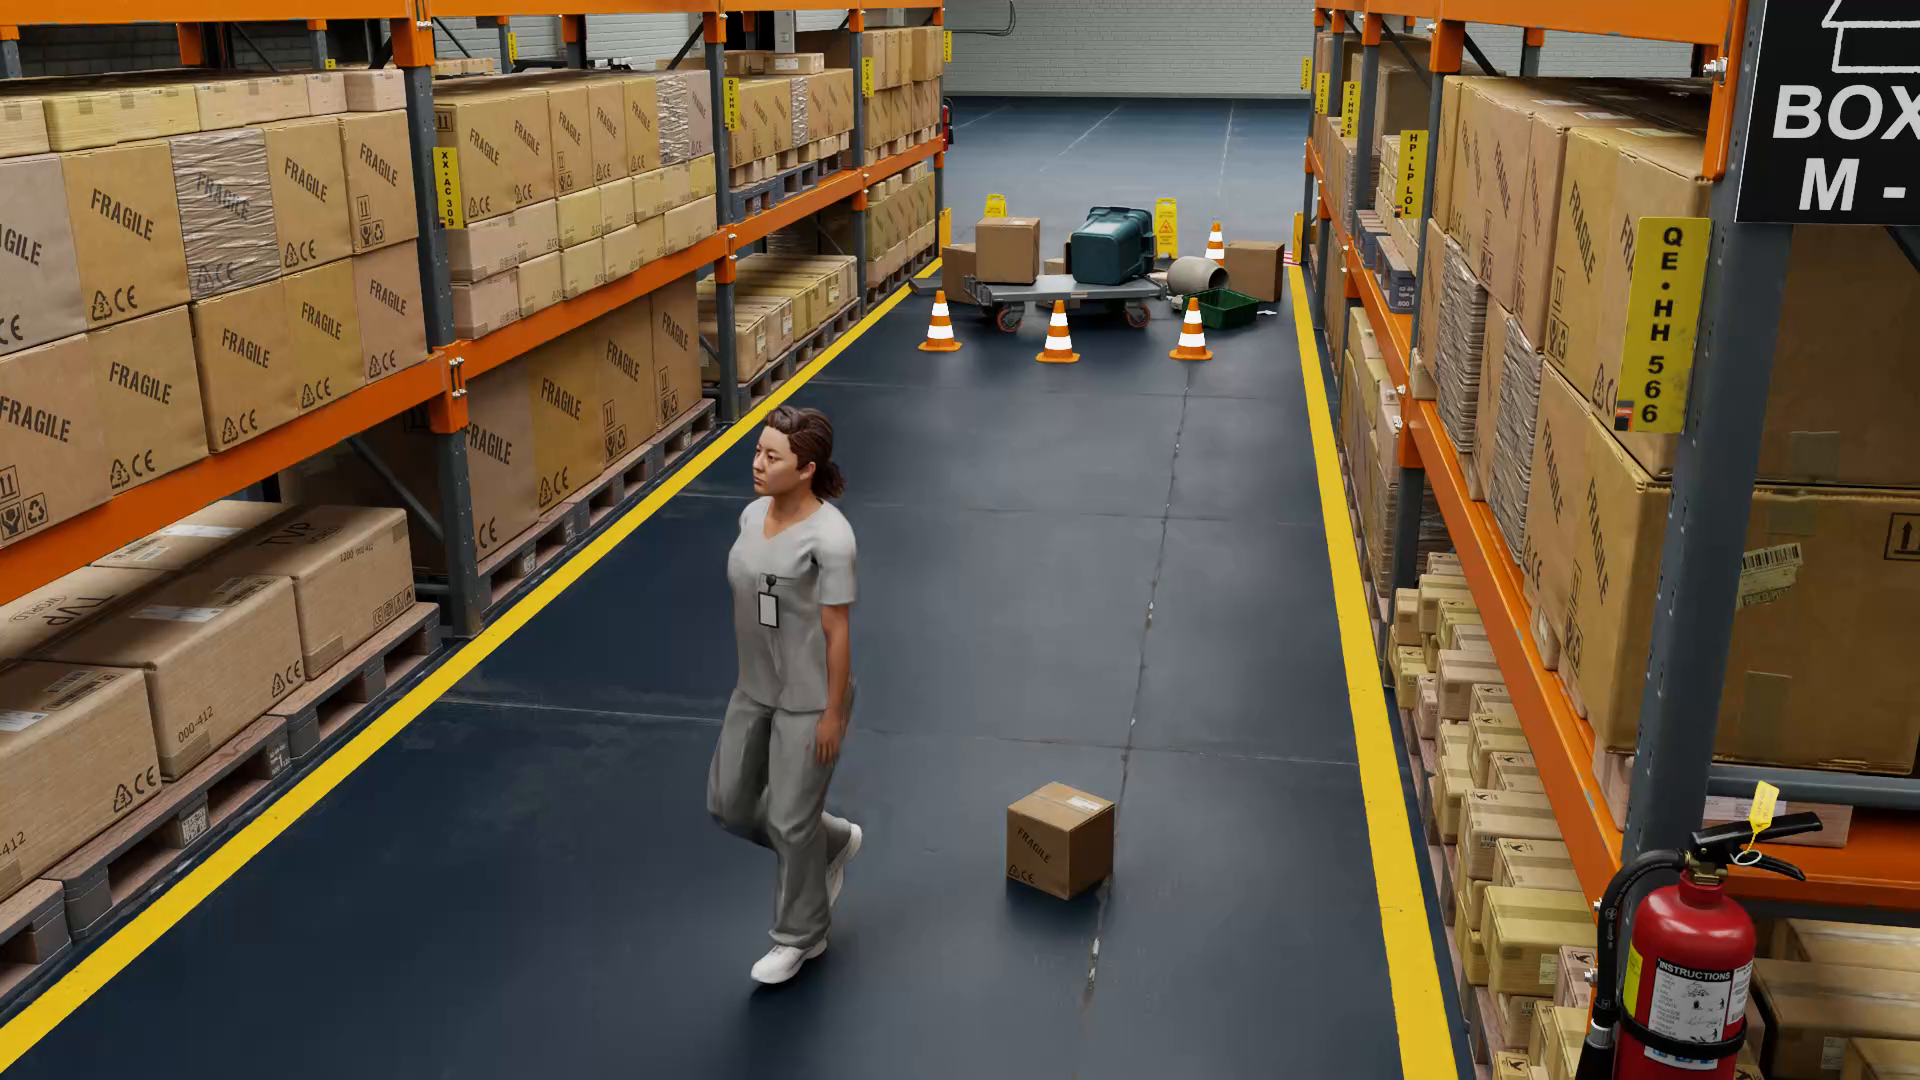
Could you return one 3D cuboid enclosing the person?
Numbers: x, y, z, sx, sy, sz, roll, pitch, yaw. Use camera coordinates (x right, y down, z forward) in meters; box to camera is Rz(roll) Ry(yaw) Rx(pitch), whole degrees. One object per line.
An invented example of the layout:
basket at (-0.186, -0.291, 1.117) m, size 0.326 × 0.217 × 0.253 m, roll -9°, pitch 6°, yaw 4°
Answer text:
person at (-0.435, 0.423, 4.681) m, size 0.441 × 1.658 × 0.526 m, roll 15°, pitch 23°, yaw 39°
